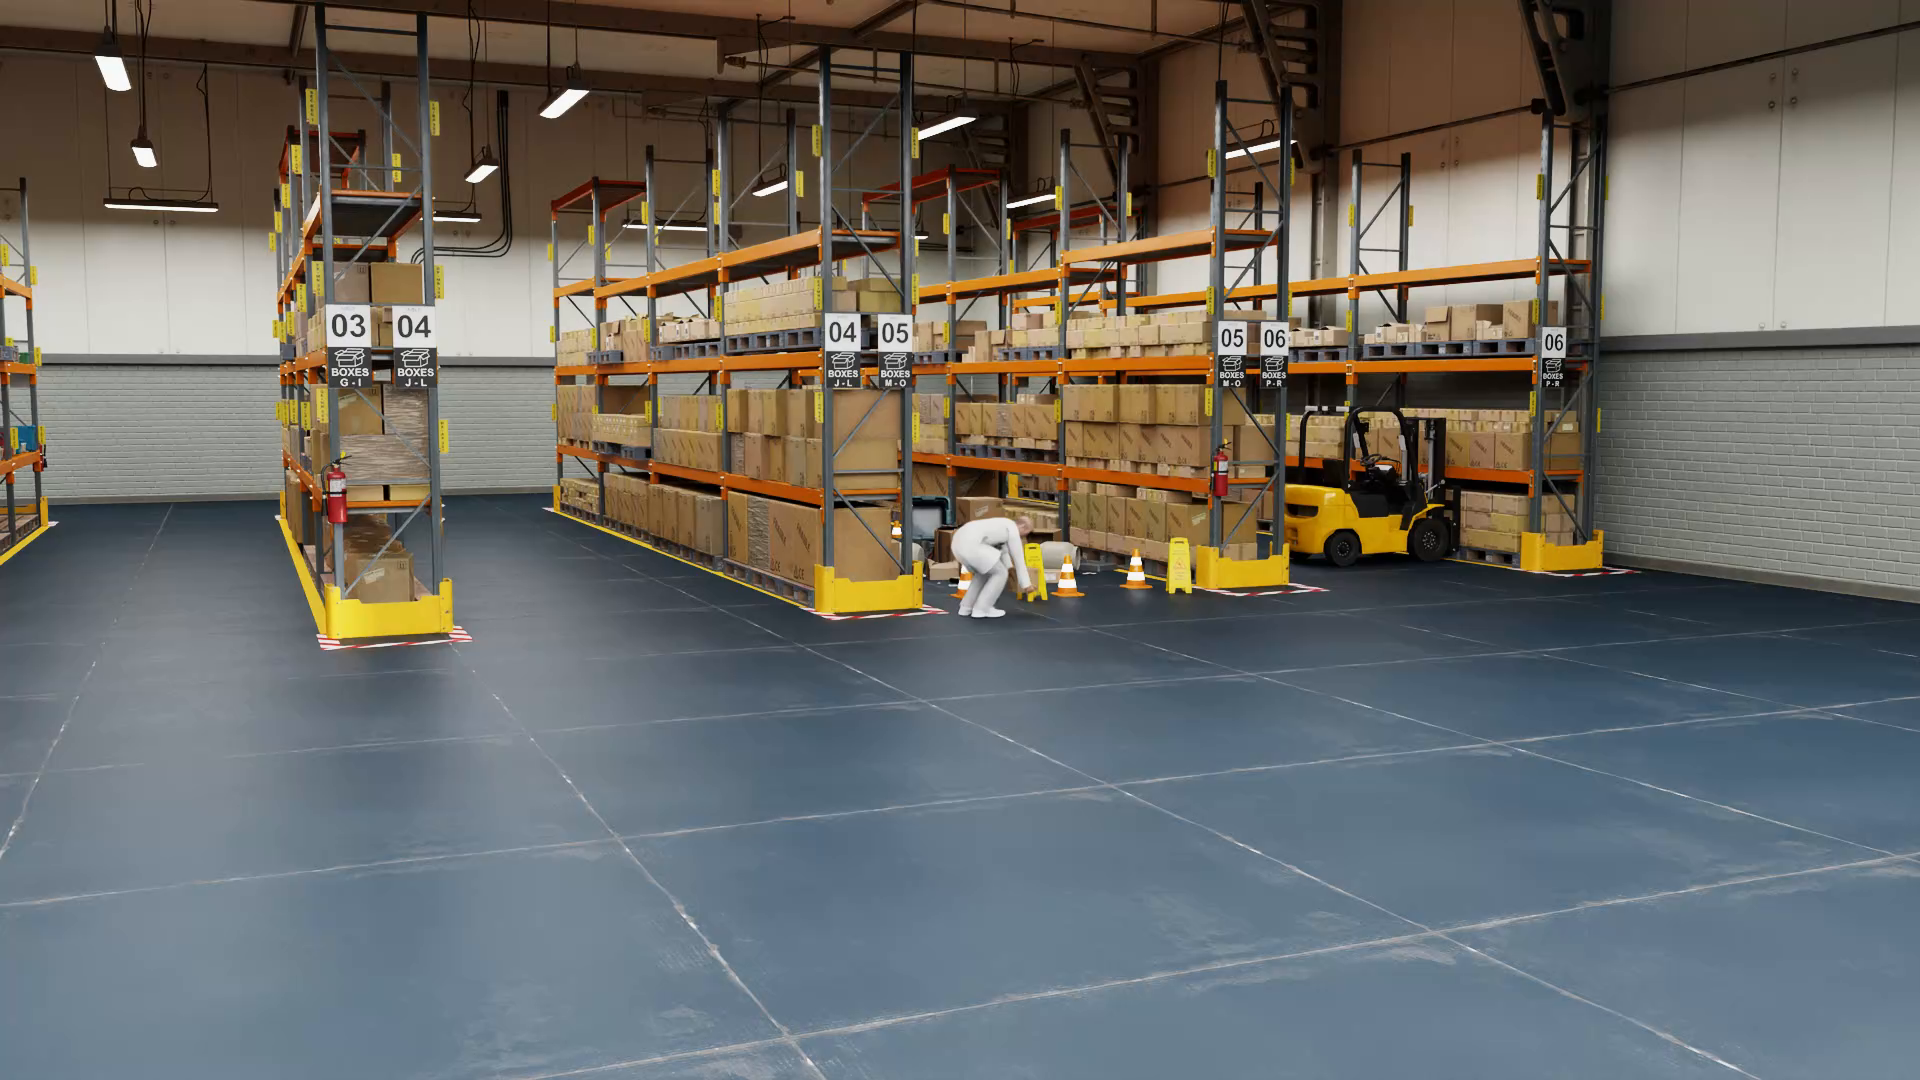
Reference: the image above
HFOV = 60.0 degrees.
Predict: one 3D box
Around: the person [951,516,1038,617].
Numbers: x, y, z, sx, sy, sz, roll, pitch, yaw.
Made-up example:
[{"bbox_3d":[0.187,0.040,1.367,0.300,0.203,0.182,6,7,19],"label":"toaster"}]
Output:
[{"bbox_3d":[0.355,0.279,17.644,0.943,1.046,0.588,-3,6,-27],"label":"person"}]
